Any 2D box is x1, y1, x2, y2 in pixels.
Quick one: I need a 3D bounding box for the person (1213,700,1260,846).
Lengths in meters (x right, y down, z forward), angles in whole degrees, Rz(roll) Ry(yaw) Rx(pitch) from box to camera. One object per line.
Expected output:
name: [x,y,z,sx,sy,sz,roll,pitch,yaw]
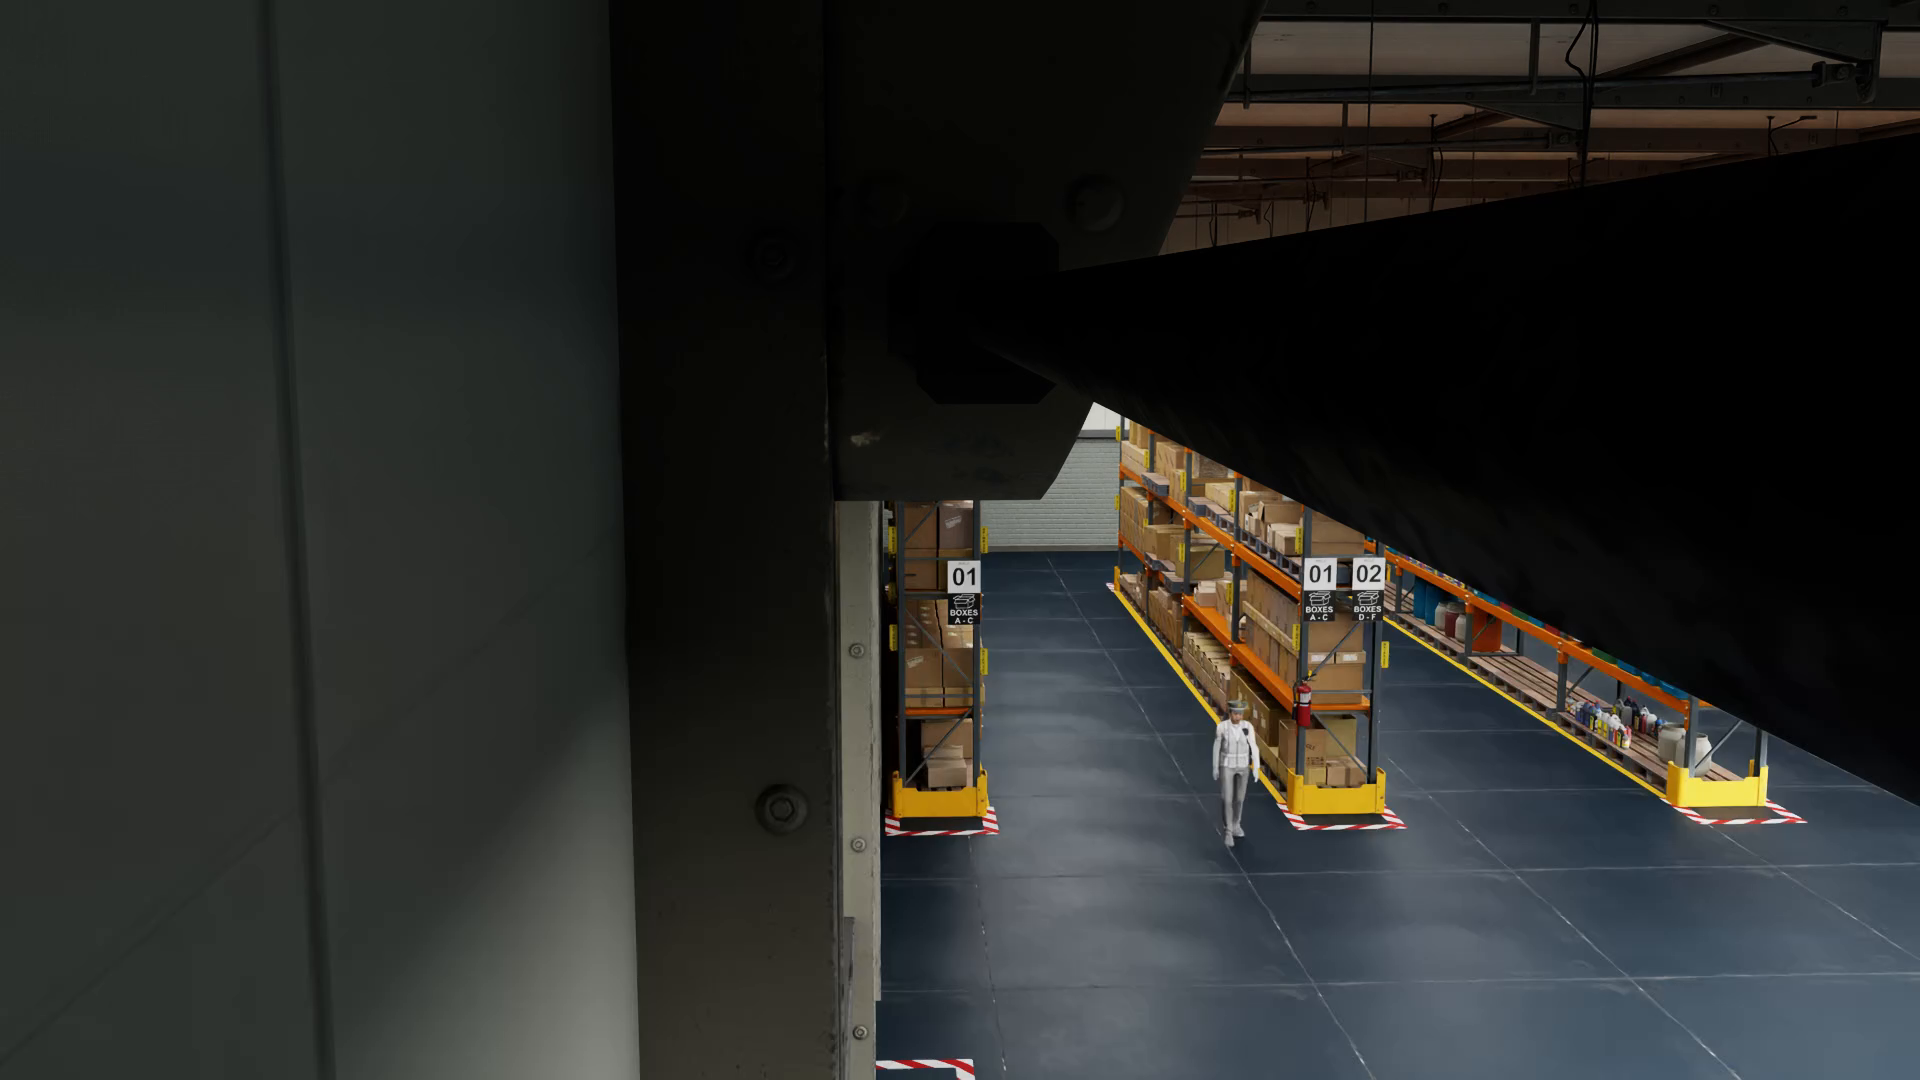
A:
person: [3.253,2.730,19.559,0.526,1.703,0.537,0,8,-2]
